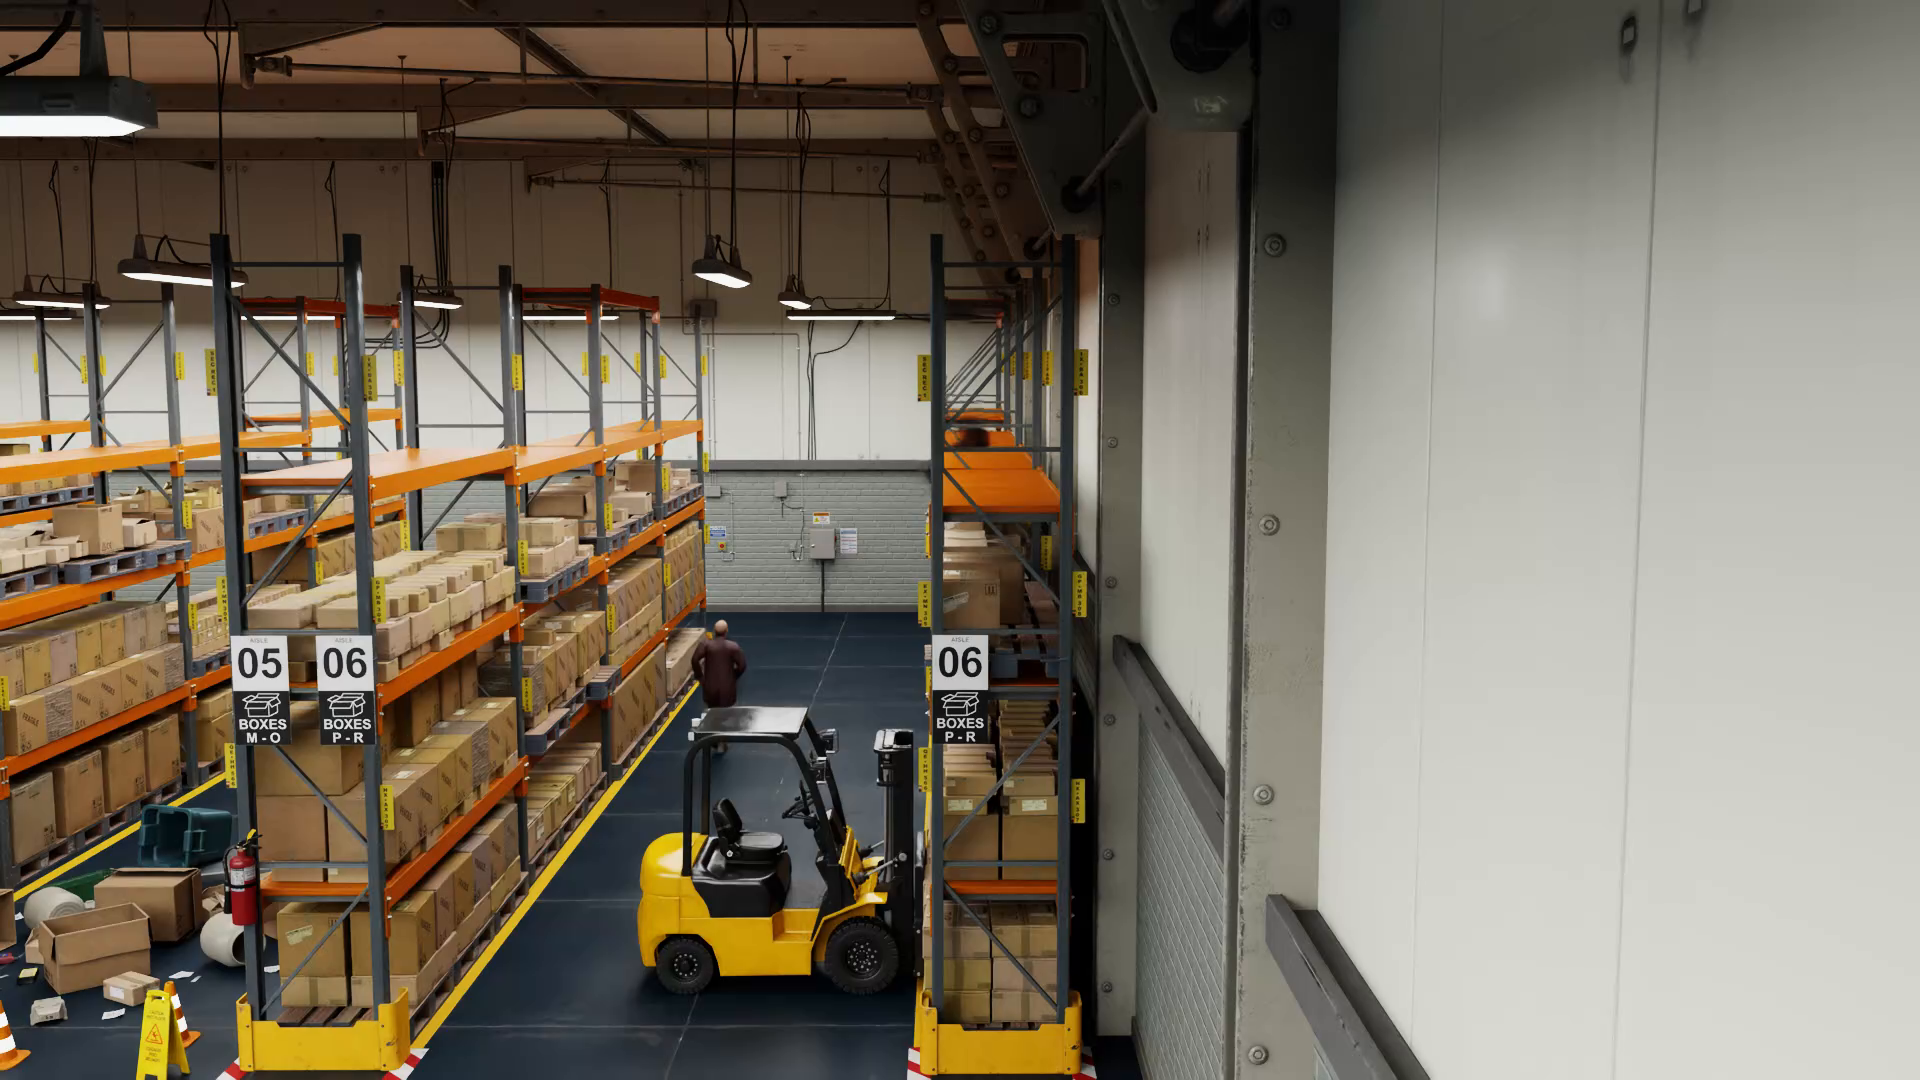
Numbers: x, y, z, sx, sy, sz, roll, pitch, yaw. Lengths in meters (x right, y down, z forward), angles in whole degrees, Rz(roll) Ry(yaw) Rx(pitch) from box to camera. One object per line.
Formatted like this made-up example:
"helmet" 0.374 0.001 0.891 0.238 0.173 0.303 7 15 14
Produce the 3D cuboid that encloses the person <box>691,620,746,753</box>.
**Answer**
"person" -3.142 1.905 21.778 0.707 1.740 0.566 0 6 -1

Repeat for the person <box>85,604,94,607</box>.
"person" -11.825 1.777 22.706 0.677 1.823 0.738 -1 6 -6
